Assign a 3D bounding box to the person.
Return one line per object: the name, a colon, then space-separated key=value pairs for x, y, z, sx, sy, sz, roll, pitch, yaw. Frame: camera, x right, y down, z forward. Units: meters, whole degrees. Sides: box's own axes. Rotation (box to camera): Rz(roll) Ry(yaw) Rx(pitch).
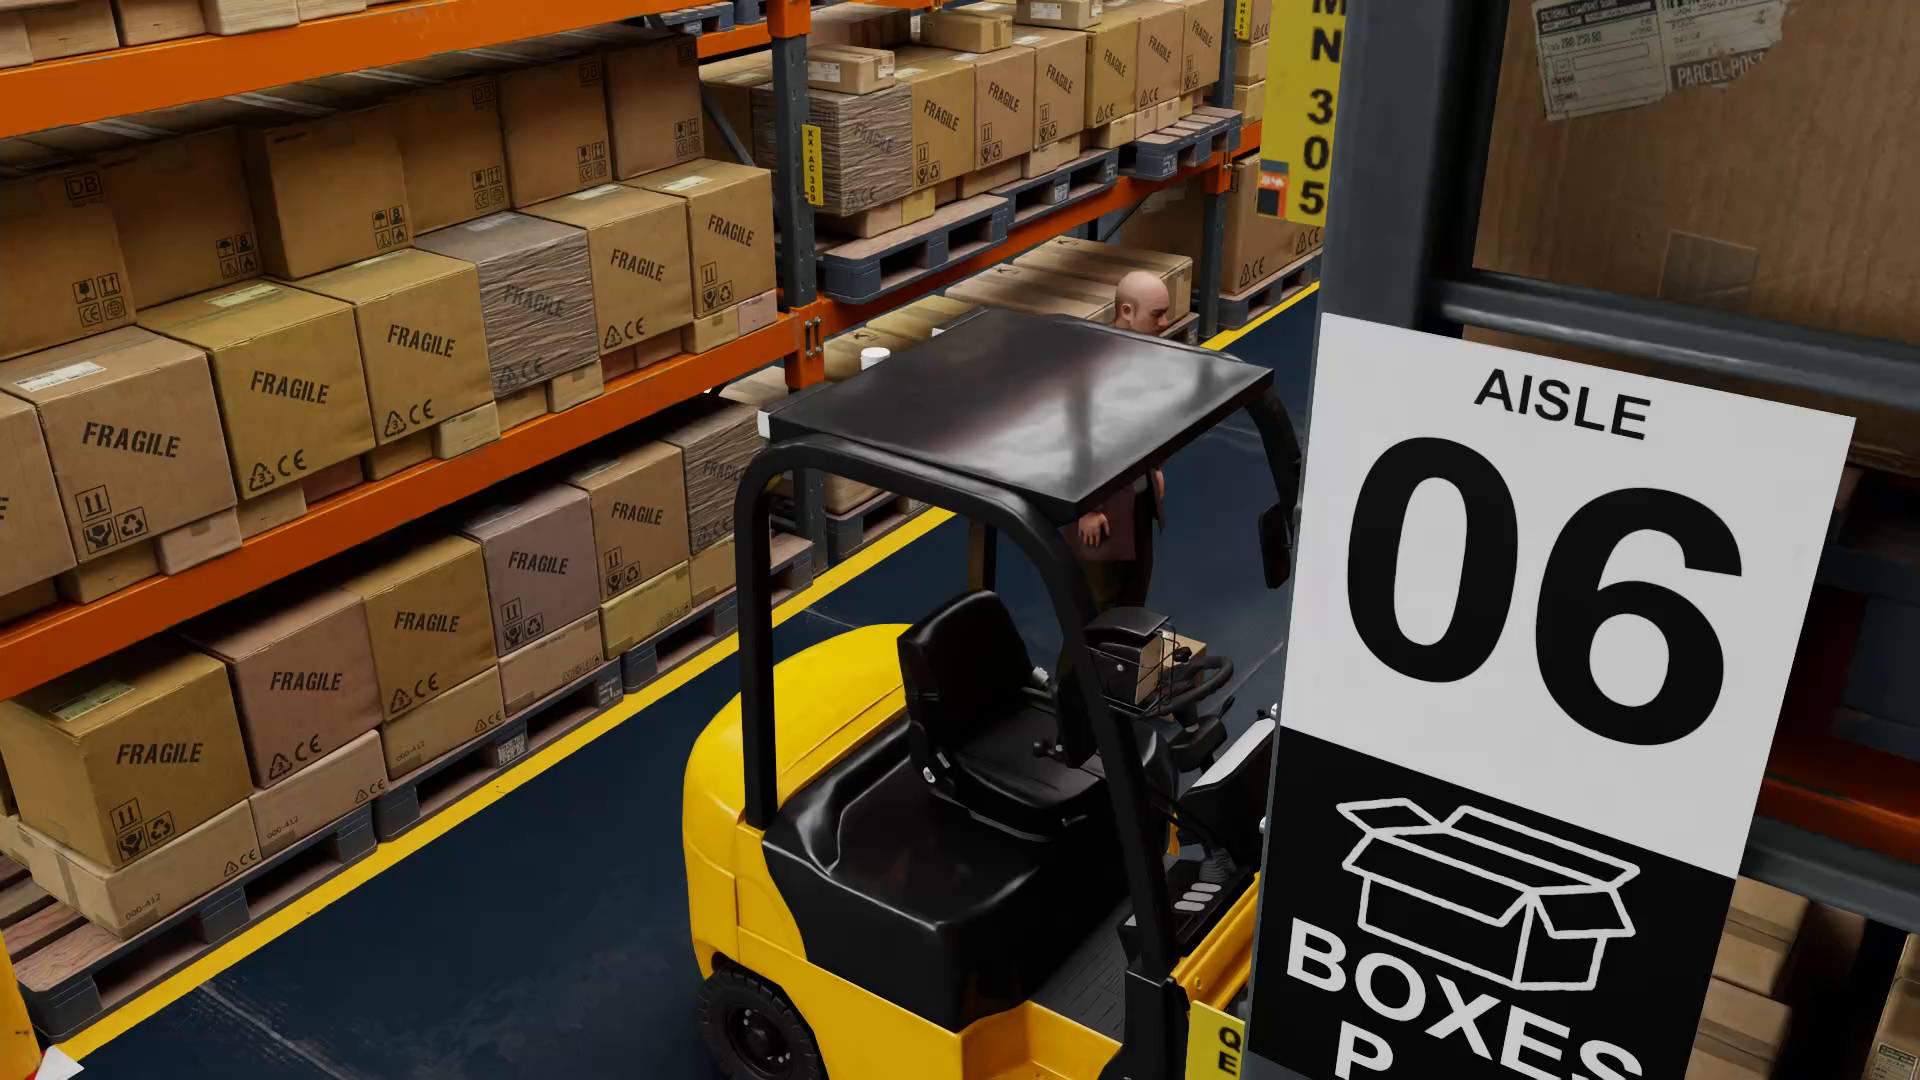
person: x=0.615 y=-0.198 z=6.528 sx=0.419 sy=1.774 sz=0.646 roll=17 pitch=31 yaw=30
